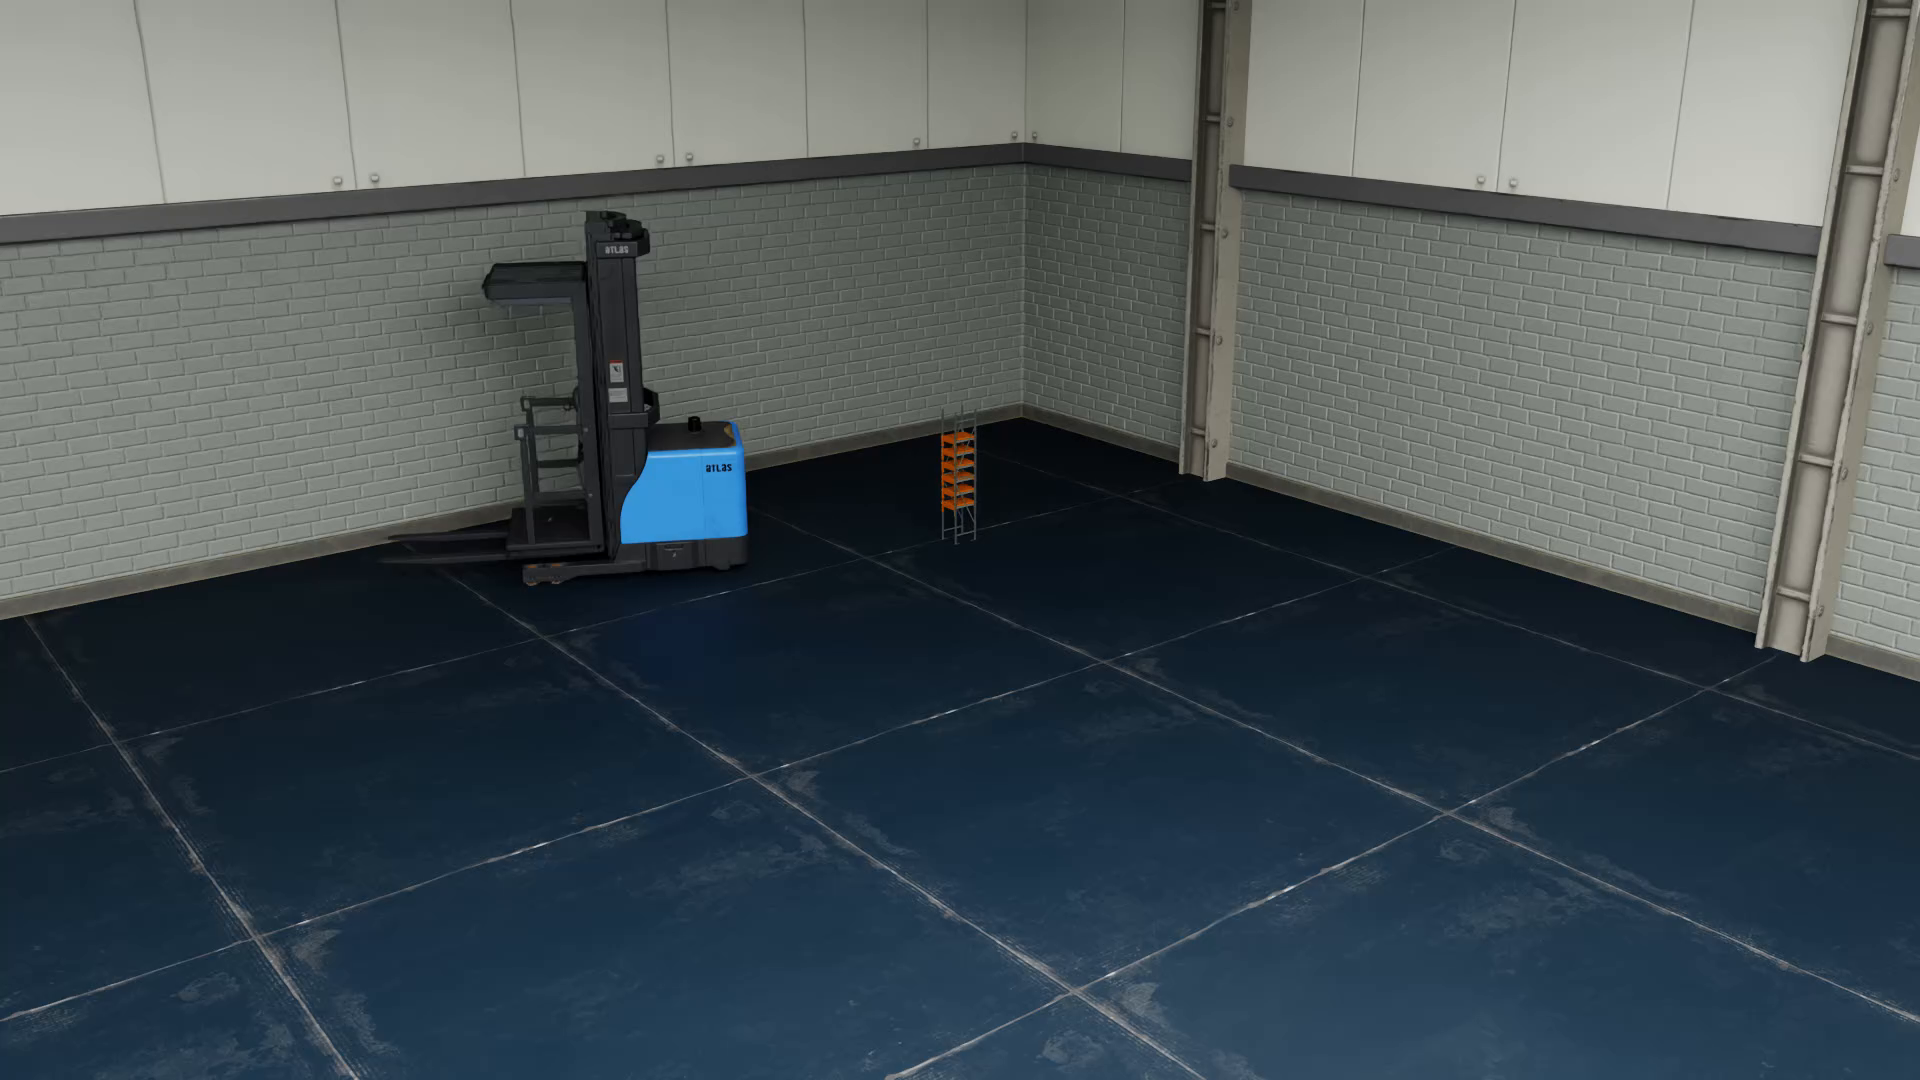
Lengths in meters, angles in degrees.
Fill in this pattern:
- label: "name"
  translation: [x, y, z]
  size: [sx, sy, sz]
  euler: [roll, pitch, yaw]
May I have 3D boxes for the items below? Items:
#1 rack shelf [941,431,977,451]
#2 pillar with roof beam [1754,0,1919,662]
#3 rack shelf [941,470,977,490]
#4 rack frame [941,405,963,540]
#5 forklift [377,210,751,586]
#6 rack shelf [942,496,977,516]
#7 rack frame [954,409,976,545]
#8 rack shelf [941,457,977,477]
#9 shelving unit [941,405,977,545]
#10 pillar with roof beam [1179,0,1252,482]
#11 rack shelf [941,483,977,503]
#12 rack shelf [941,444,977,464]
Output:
- label: "rack shelf"
  translation: [-0.009, -0.873, 14.585]
  size: [0.258, 0.103, 0.180]
  euler: [-14, 23, -36]
- label: "pillar with roof beam"
  translation: [2.814, -2.614, 8.443]
  size: [9.100, 9.000, 0.400]
  euler: [-14, 23, -36]
- label: "rack shelf"
  translation: [-0.009, -0.531, 14.699]
  size: [0.258, 0.103, 0.180]
  euler: [-14, 23, -36]
- label: "rack frame"
  translation: [-0.066, -0.596, 14.753]
  size: [0.240, 1.200, 0.006]
  euler: [-14, 23, -36]
- label: "forklift"
  translation: [-3.348, -1.195, 13.808]
  size: [3.031, 2.935, 1.130]
  euler: [-4, 19, -11]
- label: "rack shelf"
  translation: [-0.009, -0.303, 14.774]
  size: [0.258, 0.103, 0.180]
  euler: [-14, 23, -36]
- label: "rack frame"
  translation: [0.048, -0.551, 14.617]
  size: [0.240, 1.200, 0.006]
  euler: [-14, 23, -36]
- label: "rack shelf"
  translation: [-0.009, -0.645, 14.661]
  size: [0.258, 0.103, 0.180]
  euler: [-14, 23, -36]
- label: "shelving unit"
  translation: [-0.009, -0.573, 14.685]
  size: [0.258, 1.200, 0.189]
  euler: [-14, 23, -36]
- label: "pillar with roof beam"
  translation: [-0.912, -4.093, 12.907]
  size: [9.100, 9.000, 0.400]
  euler: [-14, 23, -36]
- label: "rack shelf"
  translation: [-0.009, -0.417, 14.736]
  size: [0.258, 0.103, 0.180]
  euler: [-14, 23, -36]
- label: "rack shelf"
  translation: [-0.009, -0.759, 14.623]
  size: [0.258, 0.103, 0.180]
  euler: [-14, 23, -36]
